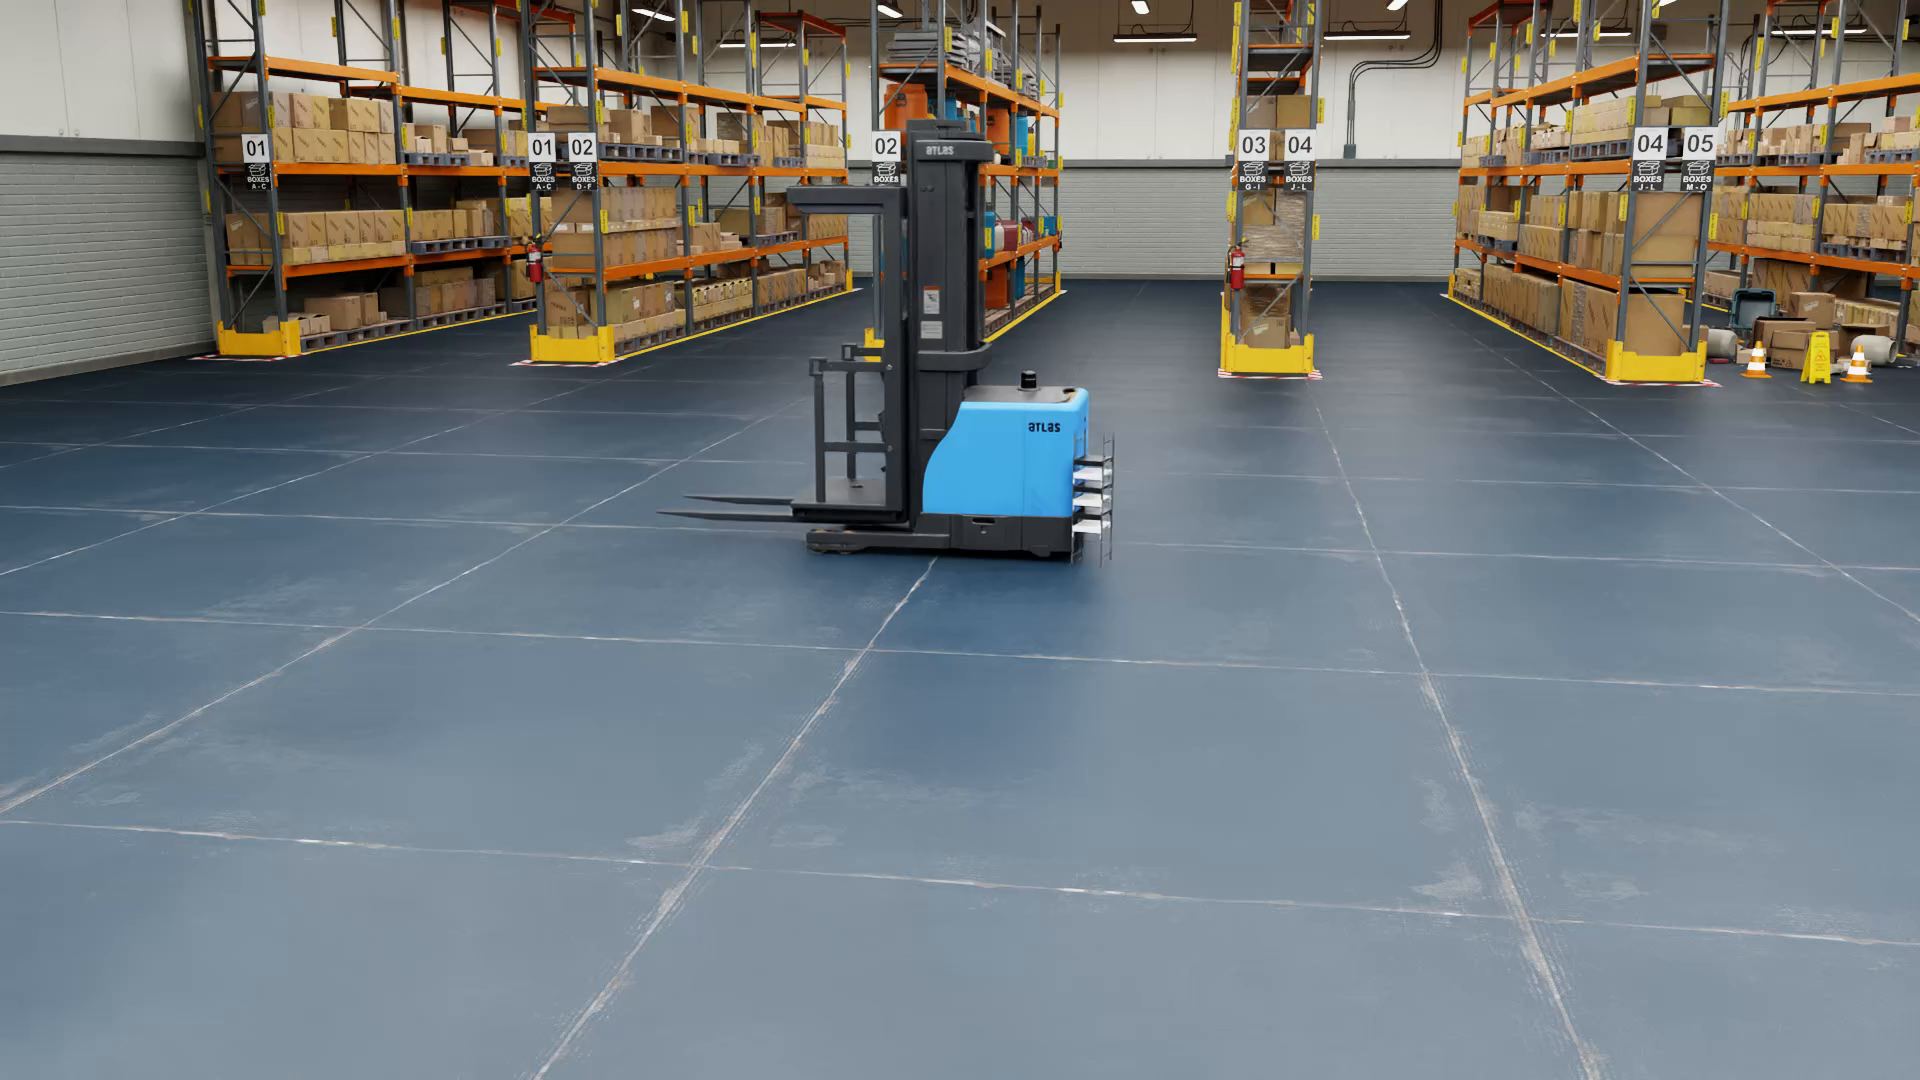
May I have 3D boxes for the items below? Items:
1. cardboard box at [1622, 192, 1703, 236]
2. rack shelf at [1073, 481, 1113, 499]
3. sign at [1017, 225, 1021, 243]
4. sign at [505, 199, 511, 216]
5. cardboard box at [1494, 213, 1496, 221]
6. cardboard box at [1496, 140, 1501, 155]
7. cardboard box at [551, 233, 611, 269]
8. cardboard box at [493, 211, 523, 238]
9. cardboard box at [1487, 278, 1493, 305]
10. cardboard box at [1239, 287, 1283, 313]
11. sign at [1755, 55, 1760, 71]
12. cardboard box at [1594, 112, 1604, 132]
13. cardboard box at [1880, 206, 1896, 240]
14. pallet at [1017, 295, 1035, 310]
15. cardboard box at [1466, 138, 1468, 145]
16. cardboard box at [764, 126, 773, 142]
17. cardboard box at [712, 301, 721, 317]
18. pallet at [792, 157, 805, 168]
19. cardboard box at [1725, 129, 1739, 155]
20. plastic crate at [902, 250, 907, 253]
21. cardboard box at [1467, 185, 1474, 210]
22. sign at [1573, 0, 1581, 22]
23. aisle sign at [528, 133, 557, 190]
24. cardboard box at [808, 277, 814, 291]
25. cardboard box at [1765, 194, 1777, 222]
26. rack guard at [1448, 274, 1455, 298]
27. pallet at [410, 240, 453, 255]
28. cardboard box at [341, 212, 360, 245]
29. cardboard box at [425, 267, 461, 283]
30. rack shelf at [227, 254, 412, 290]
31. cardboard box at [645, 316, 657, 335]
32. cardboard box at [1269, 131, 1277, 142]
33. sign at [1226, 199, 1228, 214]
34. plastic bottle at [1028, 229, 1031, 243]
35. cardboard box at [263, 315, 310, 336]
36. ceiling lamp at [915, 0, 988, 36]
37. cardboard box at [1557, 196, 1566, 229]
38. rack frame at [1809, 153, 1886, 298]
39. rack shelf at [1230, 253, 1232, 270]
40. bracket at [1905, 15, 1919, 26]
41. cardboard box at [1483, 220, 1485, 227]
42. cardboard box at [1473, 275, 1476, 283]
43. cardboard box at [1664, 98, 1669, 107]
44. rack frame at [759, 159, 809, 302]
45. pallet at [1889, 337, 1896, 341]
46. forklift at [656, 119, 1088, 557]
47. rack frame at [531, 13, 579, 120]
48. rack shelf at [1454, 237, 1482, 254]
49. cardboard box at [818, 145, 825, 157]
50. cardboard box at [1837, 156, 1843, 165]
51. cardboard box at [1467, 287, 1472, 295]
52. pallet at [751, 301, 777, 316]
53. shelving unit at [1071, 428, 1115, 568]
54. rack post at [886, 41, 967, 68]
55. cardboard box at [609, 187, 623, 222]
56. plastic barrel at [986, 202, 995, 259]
[{"bbox_3d":[9.171,-4.250,21.674,0.875,0.550,0.550,2,12,9],"label":"cardboard box"},{"bbox_3d":[0.894,-0.339,11.160,0.200,0.077,0.258,5,13,22],"label":"rack shelf"},{"bbox_3d":[1.071,-5.644,30.673,0.100,0.325,0.005,2,12,9],"label":"sign"},{"bbox_3d":[-8.725,-6.413,32.069,0.100,0.325,0.005,2,12,9],"label":"sign"},{"bbox_3d":[10.129,-5.997,30.889,0.380,0.149,0.250,2,12,11],"label":"cardboard box"},{"bbox_3d":[10.578,-7.522,31.872,0.500,0.311,0.500,2,12,8],"label":"cardboard box"},{"bbox_3d":[-5.513,-4.222,24.225,0.700,0.500,0.500,2,12,9],"label":"cardboard box"},{"bbox_3d":[-8.935,-6.198,32.642,0.500,0.500,0.500,2,12,10],"label":"cardboard box"},{"bbox_3d":[10.466,-4.799,32.076,0.500,0.500,0.500,2,12,11],"label":"cardboard box"},{"bbox_3d":[5.264,-4.157,29.051,0.700,0.500,0.500,1,12,4],"label":"cardboard box"},{"bbox_3d":[16.977,-10.171,35.425,0.100,0.325,0.005,2,12,9],"label":"sign"},{"bbox_3d":[9.108,-5.790,23.034,0.500,0.250,0.500,2,12,9],"label":"cardboard box"},{"bbox_3d":[14.517,-4.872,25.542,0.500,0.500,0.500,2,12,9],"label":"cardboard box"},{"bbox_3d":[0.982,-4.890,34.185,1.003,0.211,1.213,2,12,9],"label":"pallet"},{"bbox_3d":[11.091,-8.569,35.737,0.380,0.149,0.250,2,12,9],"label":"cardboard box"},{"bbox_3d":[-4.105,-7.963,33.233,0.600,0.600,0.600,1,12,6],"label":"cardboard box"},{"bbox_3d":[-4.519,-4.060,29.243,0.500,0.250,0.500,1,12,7],"label":"cardboard box"},{"bbox_3d":[-3.922,-7.815,34.463,1.213,0.211,1.003,2,12,9],"label":"pallet"},{"bbox_3d":[15.985,-8.118,33.953,0.500,0.500,0.500,2,12,10],"label":"cardboard box"},{"bbox_3d":[-0.817,-4.091,24.209,0.499,0.251,0.408,2,12,9],"label":"plastic crate"},{"bbox_3d":[10.957,-7.182,34.884,0.500,0.500,0.500,1,12,7],"label":"cardboard box"},{"bbox_3d":[9.153,-7.848,24.646,0.100,0.325,0.005,2,12,9],"label":"sign"},{"bbox_3d":[-5.898,-5.343,23.494,0.394,0.787,0.004,2,12,9],"label":"aisle sign"},{"bbox_3d":[-3.474,-5.555,35.988,0.500,0.311,0.500,2,12,9],"label":"cardboard box"},{"bbox_3d":[15.345,-6.175,30.918,0.500,0.500,0.500,2,12,7],"label":"cardboard box"},{"bbox_3d":[11.524,-5.665,37.095,1.175,0.500,0.348,2,12,9],"label":"rack guard"},{"bbox_3d":[-9.617,-5.129,29.128,1.003,0.211,1.213,2,12,9],"label":"pallet"},{"bbox_3d":[-9.884,-4.946,26.353,0.500,0.500,0.500,2,12,10],"label":"cardboard box"},{"bbox_3d":[-9.546,-4.885,30.652,0.500,0.250,0.500,2,12,8],"label":"cardboard box"},{"bbox_3d":[-10.186,-4.300,26.536,1.077,0.370,4.000,2,12,9],"label":"rack shelf"},{"bbox_3d":[-5.063,-3.354,25.966,0.500,0.250,0.500,2,12,9],"label":"cardboard box"},{"bbox_3d":[4.080,-5.461,22.501,0.380,0.149,0.250,1,12,7],"label":"cardboard box"},{"bbox_3d":[6.103,-7.566,37.739,0.100,0.325,0.005,2,12,9],"label":"sign"},{"bbox_3d":[1.410,-6.214,33.982,0.061,0.283,0.133,2,12,9],"label":"plastic bottle"},{"bbox_3d":[-10.298,-3.278,25.420,0.500,0.311,0.500,0,12,2],"label":"cardboard box"},{"bbox_3d":[-0.253,-13.670,40.208,2.000,3.185,0.800,2,12,9],"label":"ceiling lamp"},{"bbox_3d":[9.838,-5.154,26.176,0.700,0.500,0.500,2,12,8],"label":"cardboard box"},{"bbox_3d":[15.213,-5.099,28.532,1.000,3.000,0.127,2,12,9],"label":"rack frame"},{"bbox_3d":[5.113,-4.652,28.165,1.077,0.370,4.000,2,12,9],"label":"rack shelf"},{"bbox_3d":[22.731,-12.419,39.717,0.235,0.232,0.430,2,12,9],"label":"bracket"},{"bbox_3d":[10.329,-6.124,32.181,0.380,0.149,0.250,2,12,10],"label":"cardboard box"},{"bbox_3d":[10.750,-5.362,34.112,0.380,0.149,0.250,2,12,8],"label":"cardboard box"},{"bbox_3d":[9.559,-5.777,22.030,0.380,0.149,0.250,2,12,9],"label":"cardboard box"},{"bbox_3d":[-3.752,-6.574,35.378,1.000,3.000,0.127,2,12,9],"label":"rack frame"},{"bbox_3d":[14.716,-3.065,25.714,1.003,0.211,1.213,2,12,9],"label":"pallet"},{"bbox_3d":[-0.625,-1.437,11.704,3.031,2.935,1.130,2,12,8],"label":"forklift"},{"bbox_3d":[-8.648,-9.666,35.487,1.000,3.000,0.127,2,12,9],"label":"rack frame"},{"bbox_3d":[11.229,-6.135,35.049,1.077,0.370,4.000,2,12,9],"label":"rack shelf"},{"bbox_3d":[-3.268,-8.512,36.422,0.500,0.250,0.500,2,12,9],"label":"cardboard box"},{"bbox_3d":[14.996,-6.382,27.963,0.380,0.149,0.250,2,12,9],"label":"cardboard box"},{"bbox_3d":[10.804,-5.190,34.728,0.380,0.149,0.250,2,12,9],"label":"cardboard box"},{"bbox_3d":[-4.215,-4.532,32.524,1.003,0.211,1.213,2,12,9],"label":"pallet"},{"bbox_3d":[0.894,-0.284,11.172,0.210,0.900,0.258,5,13,22],"label":"shelving unit"},{"bbox_3d":[-0.462,-6.756,23.170,0.937,0.300,0.954,3,13,15],"label":"rack post"},{"bbox_3d":[-5.430,-4.977,24.649,0.700,0.500,0.500,2,12,7],"label":"cardboard box"},{"bbox_3d":[0.270,-5.063,27.177,0.600,0.901,0.708,2,12,9],"label":"plastic barrel"}]
